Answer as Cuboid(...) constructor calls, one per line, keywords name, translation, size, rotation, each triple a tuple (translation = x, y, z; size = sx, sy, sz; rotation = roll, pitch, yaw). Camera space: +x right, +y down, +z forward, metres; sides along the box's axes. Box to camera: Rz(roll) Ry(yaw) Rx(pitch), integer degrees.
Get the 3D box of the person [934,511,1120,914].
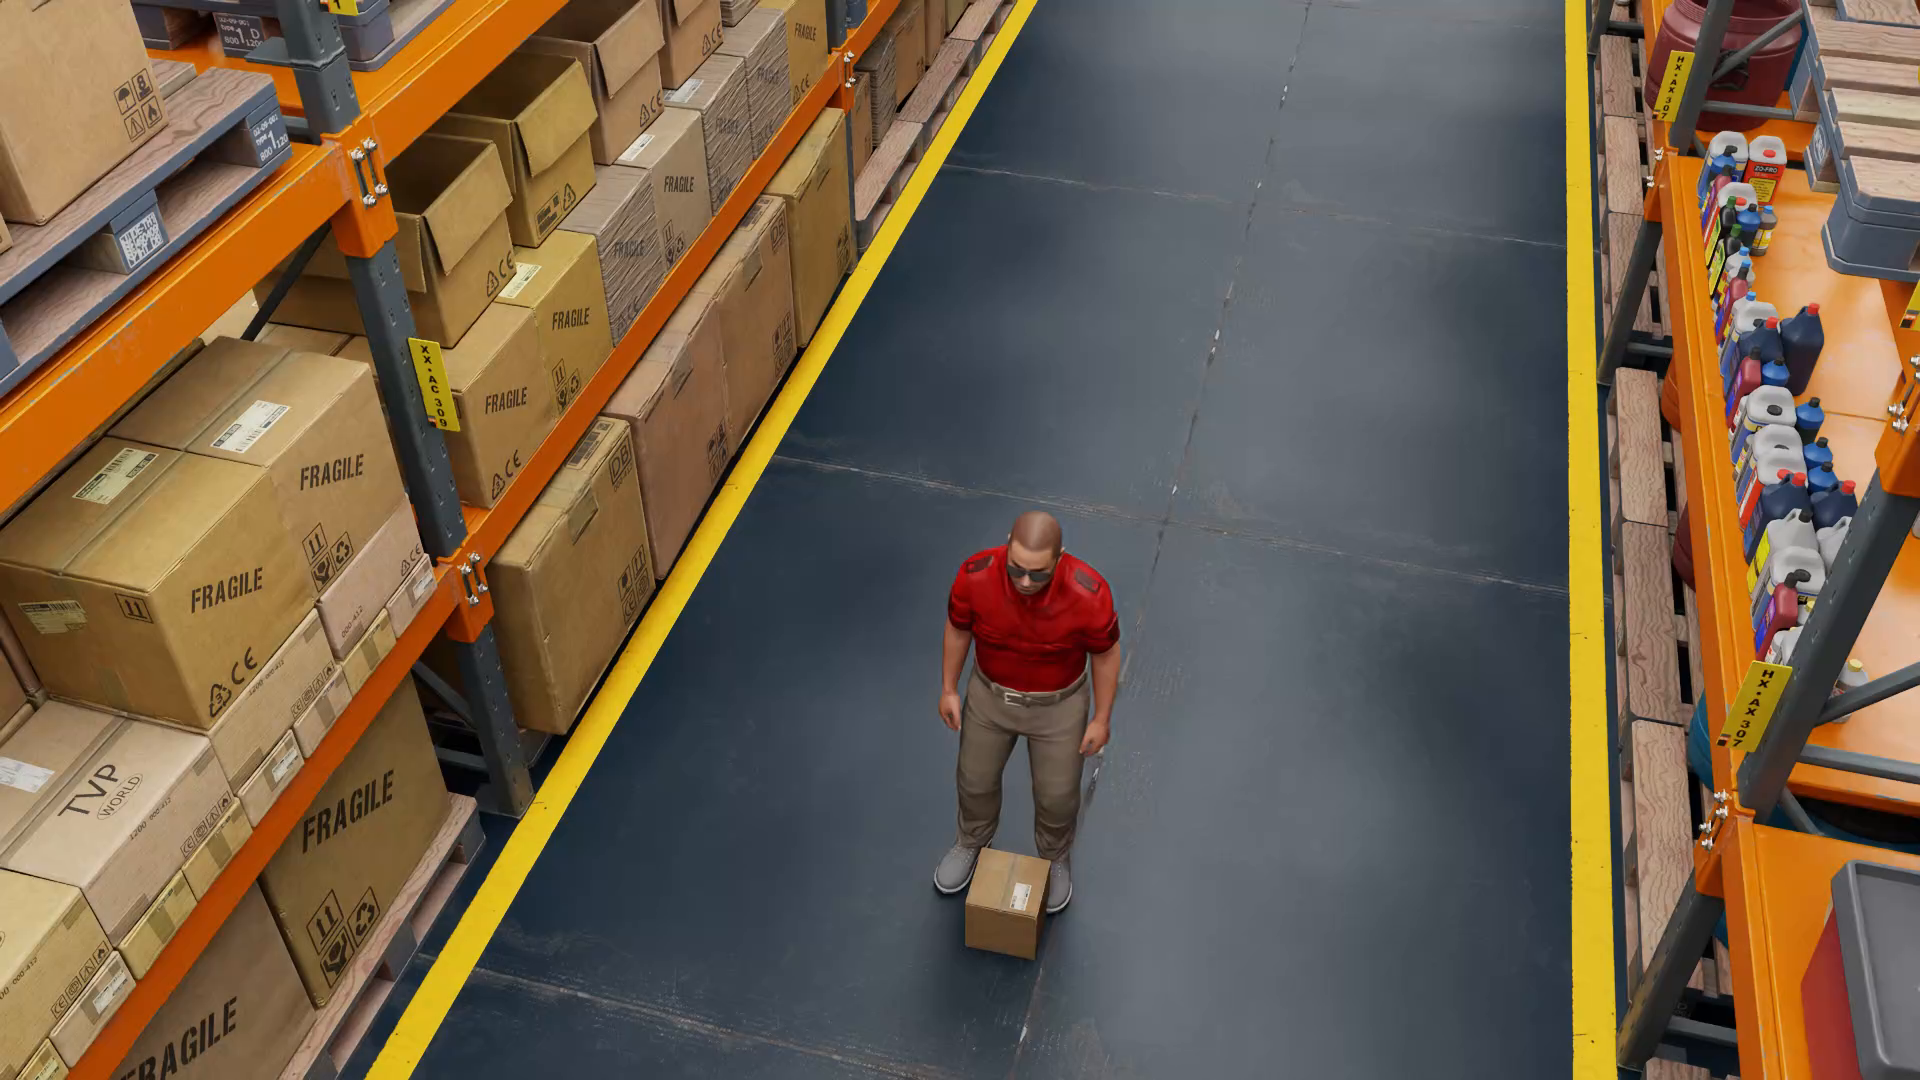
Cuboid(name="person", translation=(0.221, 0.547, 5.533), size=(0.588, 1.726, 0.389), rotation=(10, 42, 11))
